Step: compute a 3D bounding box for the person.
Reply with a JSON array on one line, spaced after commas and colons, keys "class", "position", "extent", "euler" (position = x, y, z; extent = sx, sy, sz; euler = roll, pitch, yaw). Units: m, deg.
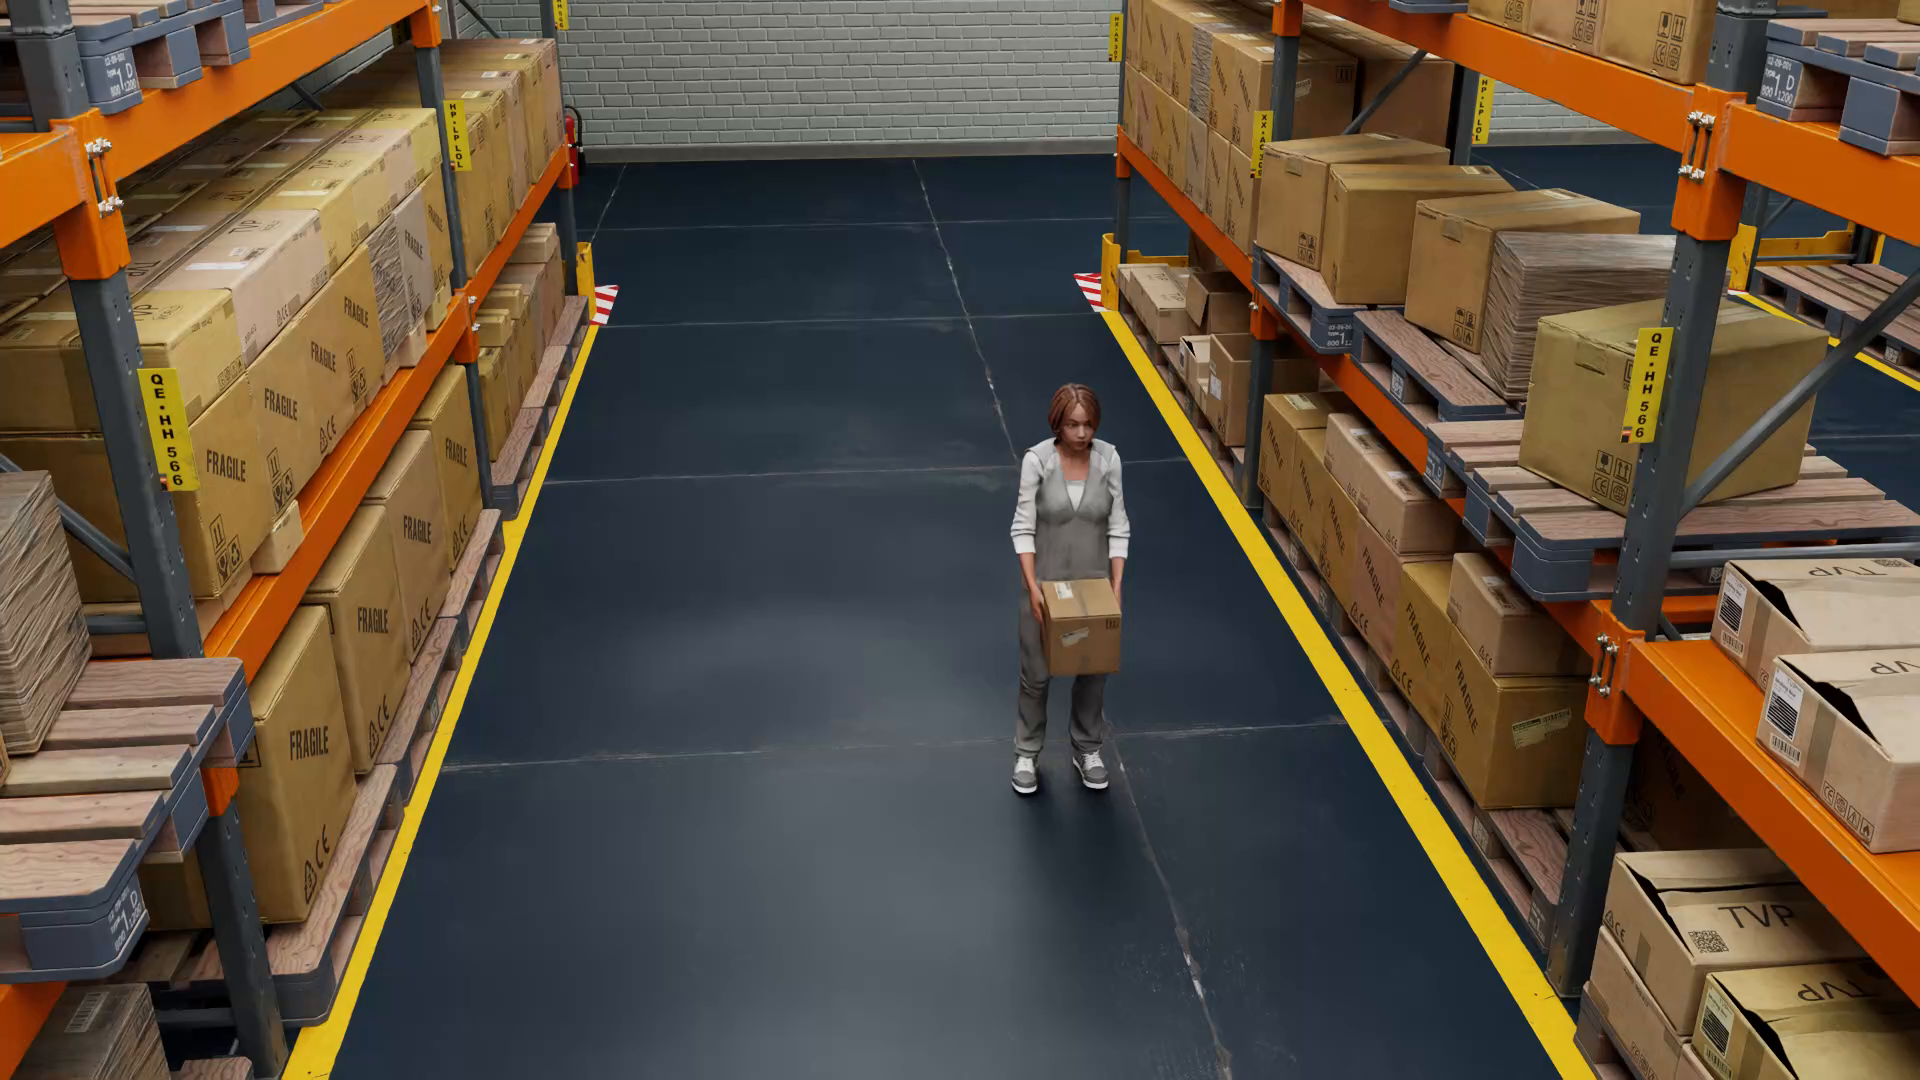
[{"class": "person", "position": [0.408, 0.193, 6.170], "extent": [0.444, 1.603, 0.397], "euler": [-3, 24, -6]}]
